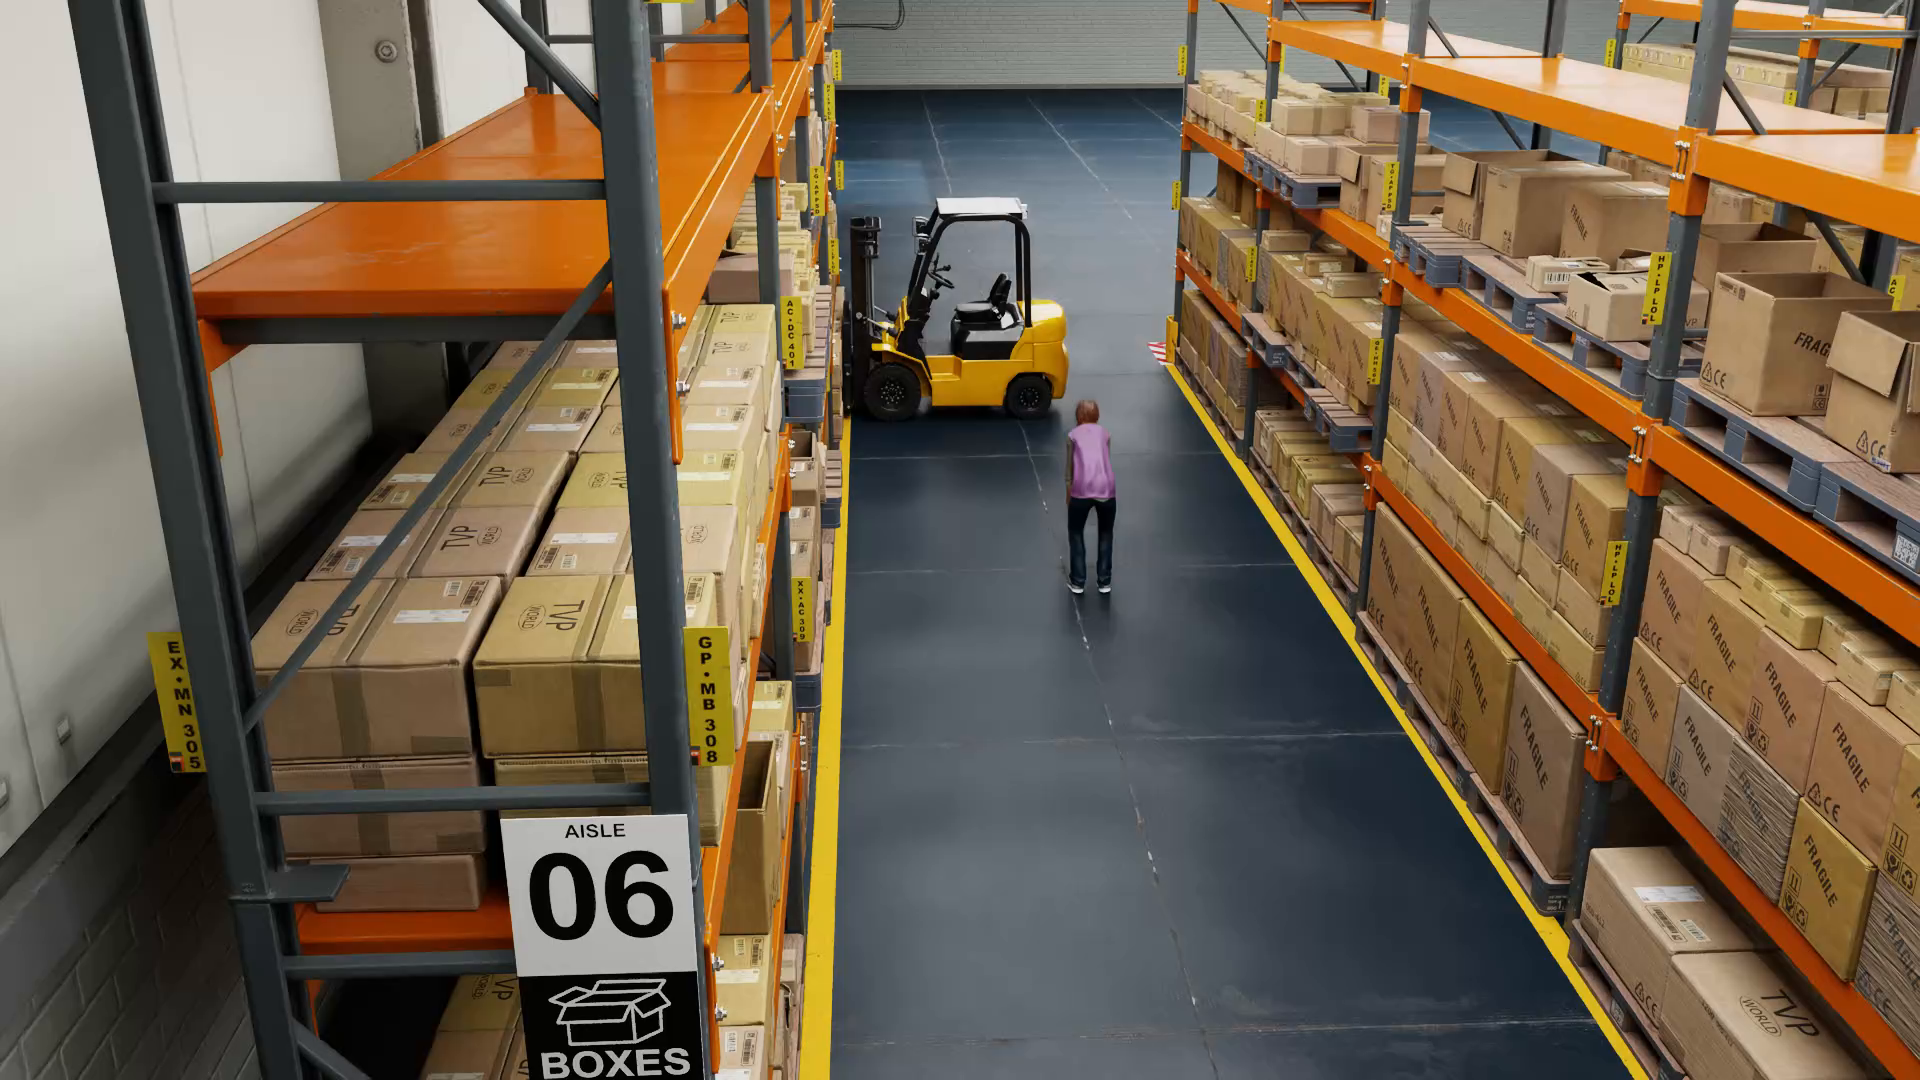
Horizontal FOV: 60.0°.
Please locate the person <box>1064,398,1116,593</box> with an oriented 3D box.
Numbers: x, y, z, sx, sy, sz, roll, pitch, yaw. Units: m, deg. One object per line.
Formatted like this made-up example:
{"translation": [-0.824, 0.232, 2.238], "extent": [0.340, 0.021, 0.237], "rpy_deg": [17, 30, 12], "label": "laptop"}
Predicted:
{"translation": [1.013, -0.334, 12.981], "extent": [0.377, 1.457, 0.637], "rpy_deg": [-2, 21, -4], "label": "person"}
